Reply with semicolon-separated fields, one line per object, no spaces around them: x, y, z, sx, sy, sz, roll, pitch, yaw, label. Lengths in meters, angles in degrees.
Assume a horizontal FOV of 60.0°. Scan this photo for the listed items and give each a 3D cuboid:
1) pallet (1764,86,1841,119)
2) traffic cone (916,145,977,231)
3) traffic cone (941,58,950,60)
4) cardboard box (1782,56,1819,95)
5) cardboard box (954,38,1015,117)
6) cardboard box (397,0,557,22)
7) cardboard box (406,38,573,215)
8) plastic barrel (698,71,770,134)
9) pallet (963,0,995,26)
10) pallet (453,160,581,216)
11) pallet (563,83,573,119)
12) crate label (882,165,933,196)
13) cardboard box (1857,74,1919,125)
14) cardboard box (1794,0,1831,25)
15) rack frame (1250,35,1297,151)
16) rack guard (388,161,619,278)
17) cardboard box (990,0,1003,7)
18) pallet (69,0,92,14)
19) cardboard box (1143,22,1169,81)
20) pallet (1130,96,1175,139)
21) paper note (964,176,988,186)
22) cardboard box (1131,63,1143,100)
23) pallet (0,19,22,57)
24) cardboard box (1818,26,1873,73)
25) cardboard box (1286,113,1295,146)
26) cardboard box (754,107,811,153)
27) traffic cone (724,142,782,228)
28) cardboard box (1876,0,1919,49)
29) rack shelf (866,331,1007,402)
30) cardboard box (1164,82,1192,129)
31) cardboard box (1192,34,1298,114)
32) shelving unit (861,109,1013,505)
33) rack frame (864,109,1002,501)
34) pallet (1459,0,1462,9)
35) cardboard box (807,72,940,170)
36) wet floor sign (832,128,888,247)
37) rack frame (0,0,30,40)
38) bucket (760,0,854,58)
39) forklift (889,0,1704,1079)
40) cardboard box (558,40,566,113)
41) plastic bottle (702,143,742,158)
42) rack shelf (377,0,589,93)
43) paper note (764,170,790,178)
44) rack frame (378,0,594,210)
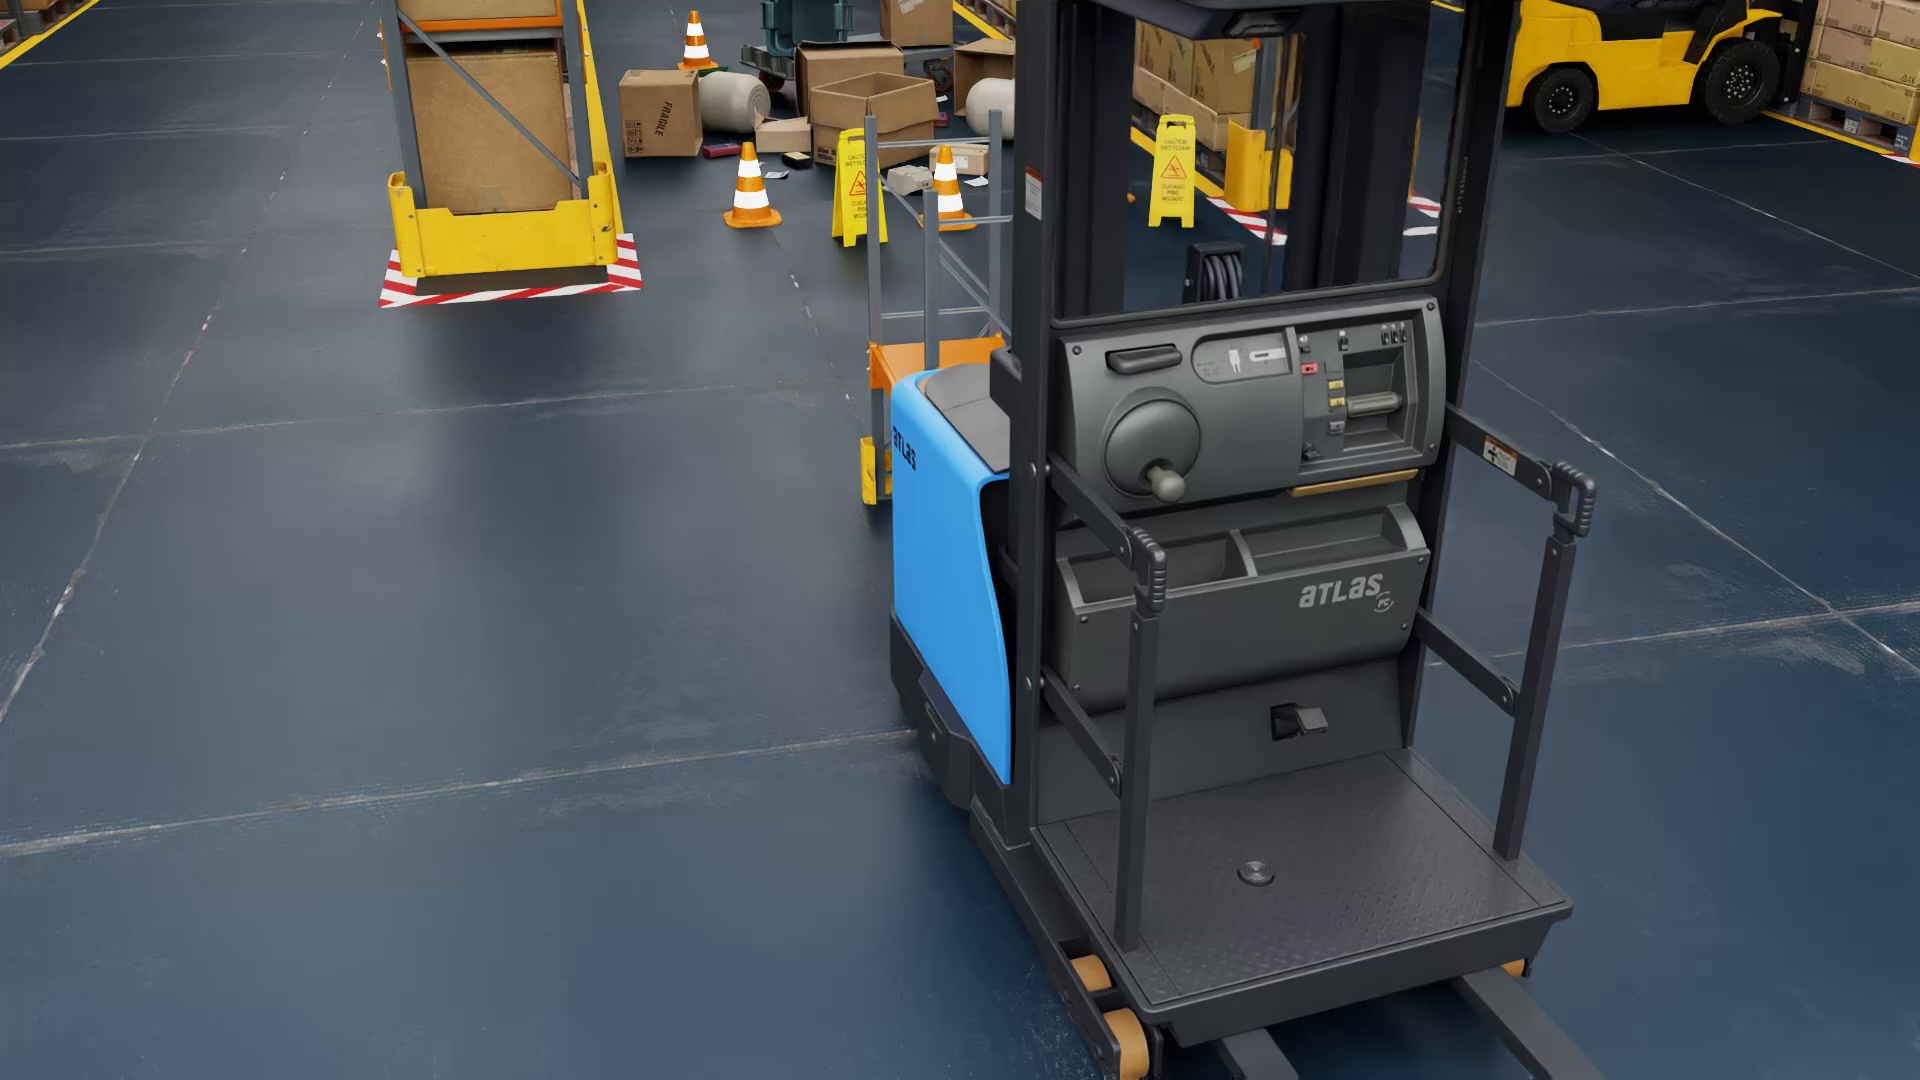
6.626;-3.586;13.121;1.003;0.211;1.213;-6;27;-12;pallet
-0.083;-2.123;9.942;0.336;0.463;0.334;-6;27;-12;traffic cone
-0.270;-4.485;14.622;0.336;0.463;0.334;-6;27;-12;traffic cone
6.490;-3.539;12.518;0.500;0.250;0.500;-6;27;-11;cardboard box
0.289;-3.492;12.611;0.500;0.500;0.500;13;30;24;cardboard box
-2.653;-3.138;8.971;0.875;0.550;0.550;-6;27;-12;cardboard box
-2.742;-2.442;9.652;0.875;0.875;0.875;-6;27;-11;cardboard box
-1.676;-3.176;12.073;0.512;0.421;0.421;13;30;24;plastic barrel
0.647;-5.383;16.681;1.003;0.211;1.213;-6;27;-12;pallet
-2.781;-2.011;9.999;1.003;0.211;1.213;-6;27;-12;pallet
-3.331;-3.082;12.121;1.003;0.211;1.213;-6;27;-12;pallet
-0.321;-2.316;10.687;0.250;0.136;0.298;-23;35;-38;crate label
6.697;-3.099;11.647;0.500;0.250;0.500;-6;27;-11;cardboard box
6.458;-3.986;12.294;0.500;0.250;0.500;-6;27;-11;cardboard box
2.275;-3.459;9.775;1.000;3.000;0.127;-6;27;-12;rack frame
-2.519;-1.786;9.233;1.175;0.500;0.348;-6;27;-12;rack guard
0.764;-5.414;16.097;0.950;0.372;0.625;-6;27;-13;cardboard box
-9.559;-5.608;17.127;1.003;0.211;1.213;-6;27;-12;pallet
1.613;-3.530;11.669;0.500;0.500;0.500;-7;28;-13;cardboard box
1.838;-3.143;12.242;1.003;0.211;1.213;-6;27;-12;pallet
0.123;-2.347;10.866;0.148;0.019;0.142;-16;31;-29;paper note
1.497;-3.423;12.288;0.500;0.250;0.500;-6;27;-12;cardboard box
-9.008;-4.377;14.688;1.003;0.211;1.213;-6;27;-12;pallet
6.594;-3.551;11.988;0.500;0.250;0.500;-6;27;-12;cardboard box
2.363;-2.802;11.057;0.500;0.250;0.500;-6;27;-12;cardboard box
-1.244;-2.880;11.662;0.396;0.266;0.258;-1;27;-3;cardboard box
-1.261;-2.157;10.010;0.336;0.463;0.334;-6;27;-12;traffic cone
6.703;-3.542;11.414;0.500;0.250;0.500;-5;27;-10;cardboard box
0.019;-0.472;5.919;0.538;0.185;1.000;-6;27;-12;rack shelf
1.722;-2.975;11.401;0.500;0.250;0.500;-6;27;-11;cardboard box
1.841;-3.079;10.775;0.500;0.500;0.500;-6;27;-11;cardboard box
0.017;-0.636;5.846;0.587;1.500;1.083;-6;27;-12;shelving unit
-0.095;-0.855;6.280;0.500;1.500;0.032;-6;27;-12;rack frame
5.726;-5.332;16.580;1.003;0.211;1.213;-6;27;-12;pallet
-0.587;-2.859;11.356;0.637;0.503;0.797;19;32;32;cardboard box
-0.589;-2.050;9.595;0.267;0.644;0.232;-11;29;-20;wet floor sign
-9.183;-5.965;14.739;1.000;3.000;0.127;-6;27;-12;rack frame
-1.149;-4.060;12.911;0.726;0.611;0.620;3;17;6;bucket
0.746;-0.278;3.548;1.130;2.935;3.031;-9;28;-17;forklift
-3.146;-3.229;11.210;0.875;0.875;0.875;-6;27;-11;cardboard box
-1.634;-2.711;11.553;0.283;0.061;0.133;-16;31;-29;plastic bottle
-2.975;-3.469;10.593;1.077;0.370;4.000;-6;27;-12;rack shelf
-1.215;-2.429;11.030;0.144;0.017;0.142;3;27;6;paper note
-2.525;-2.912;8.691;1.000;3.000;0.127;-6;27;-12;rack frame
